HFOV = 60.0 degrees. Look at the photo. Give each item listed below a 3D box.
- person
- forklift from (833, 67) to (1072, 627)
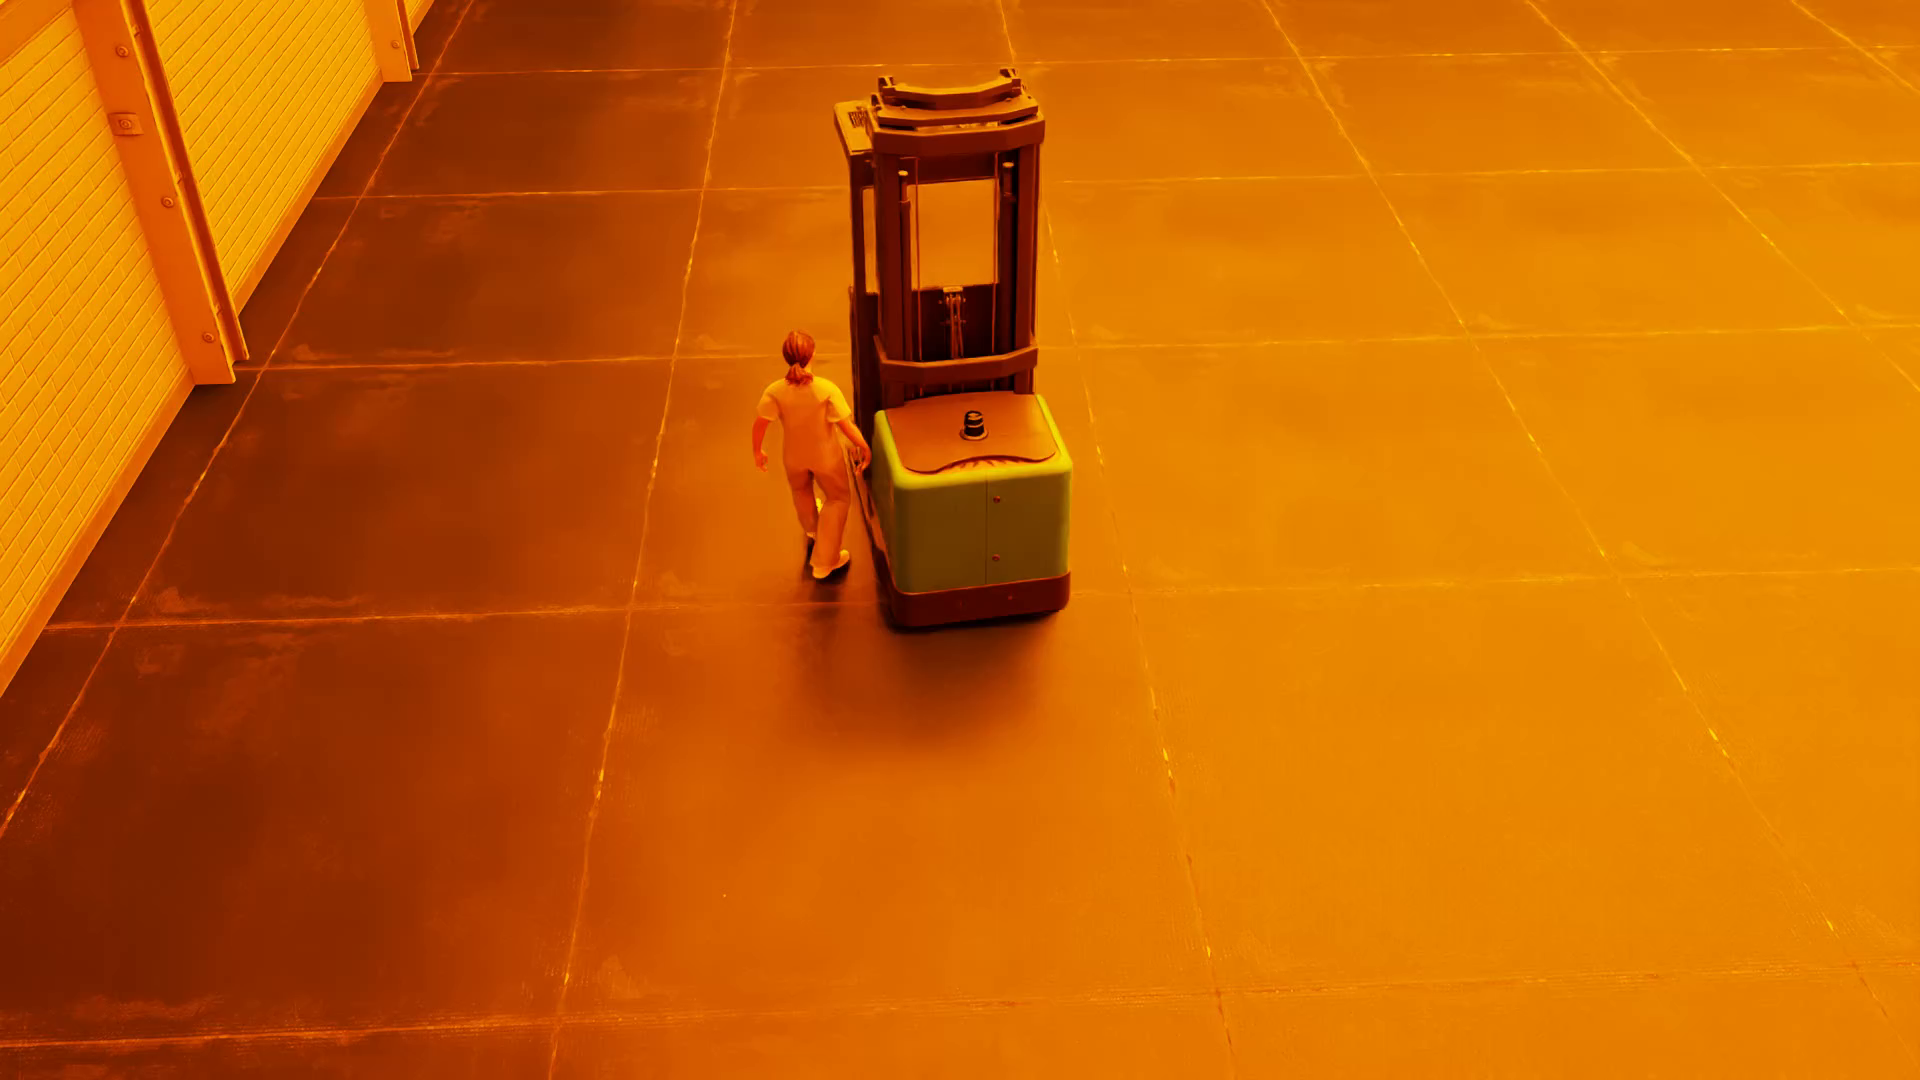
[{"bbox_3d":[-0.830,-0.607,9.890,0.679,1.628,0.747,5,36,7],"label":"person"},{"bbox_3d":[-0.136,-1.543,10.129,1.130,2.935,3.031,-6,37,-9],"label":"forklift"}]
